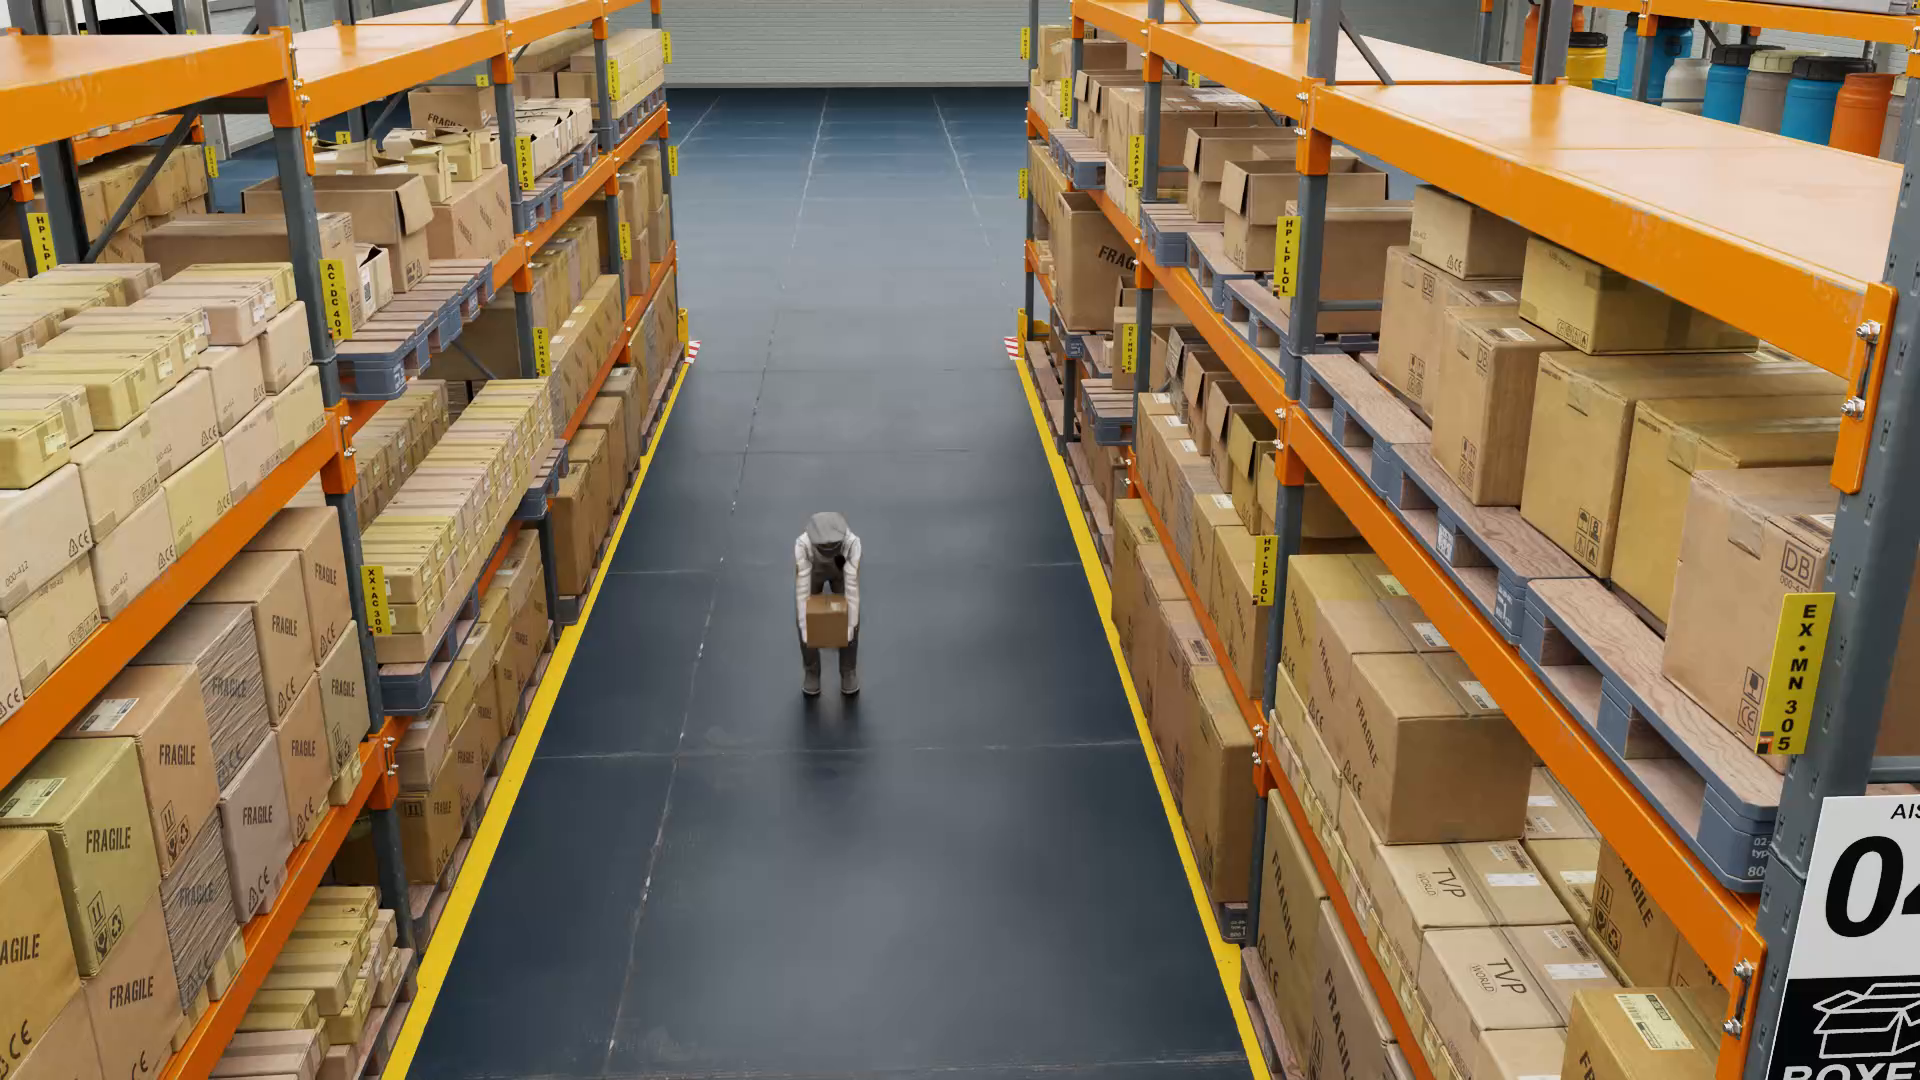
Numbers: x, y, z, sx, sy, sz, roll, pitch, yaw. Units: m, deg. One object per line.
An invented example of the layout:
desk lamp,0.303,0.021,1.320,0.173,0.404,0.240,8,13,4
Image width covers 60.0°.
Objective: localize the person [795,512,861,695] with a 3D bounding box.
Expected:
person,-0.829,0.393,10.472,0.417,1.359,0.849,-2,21,-5
